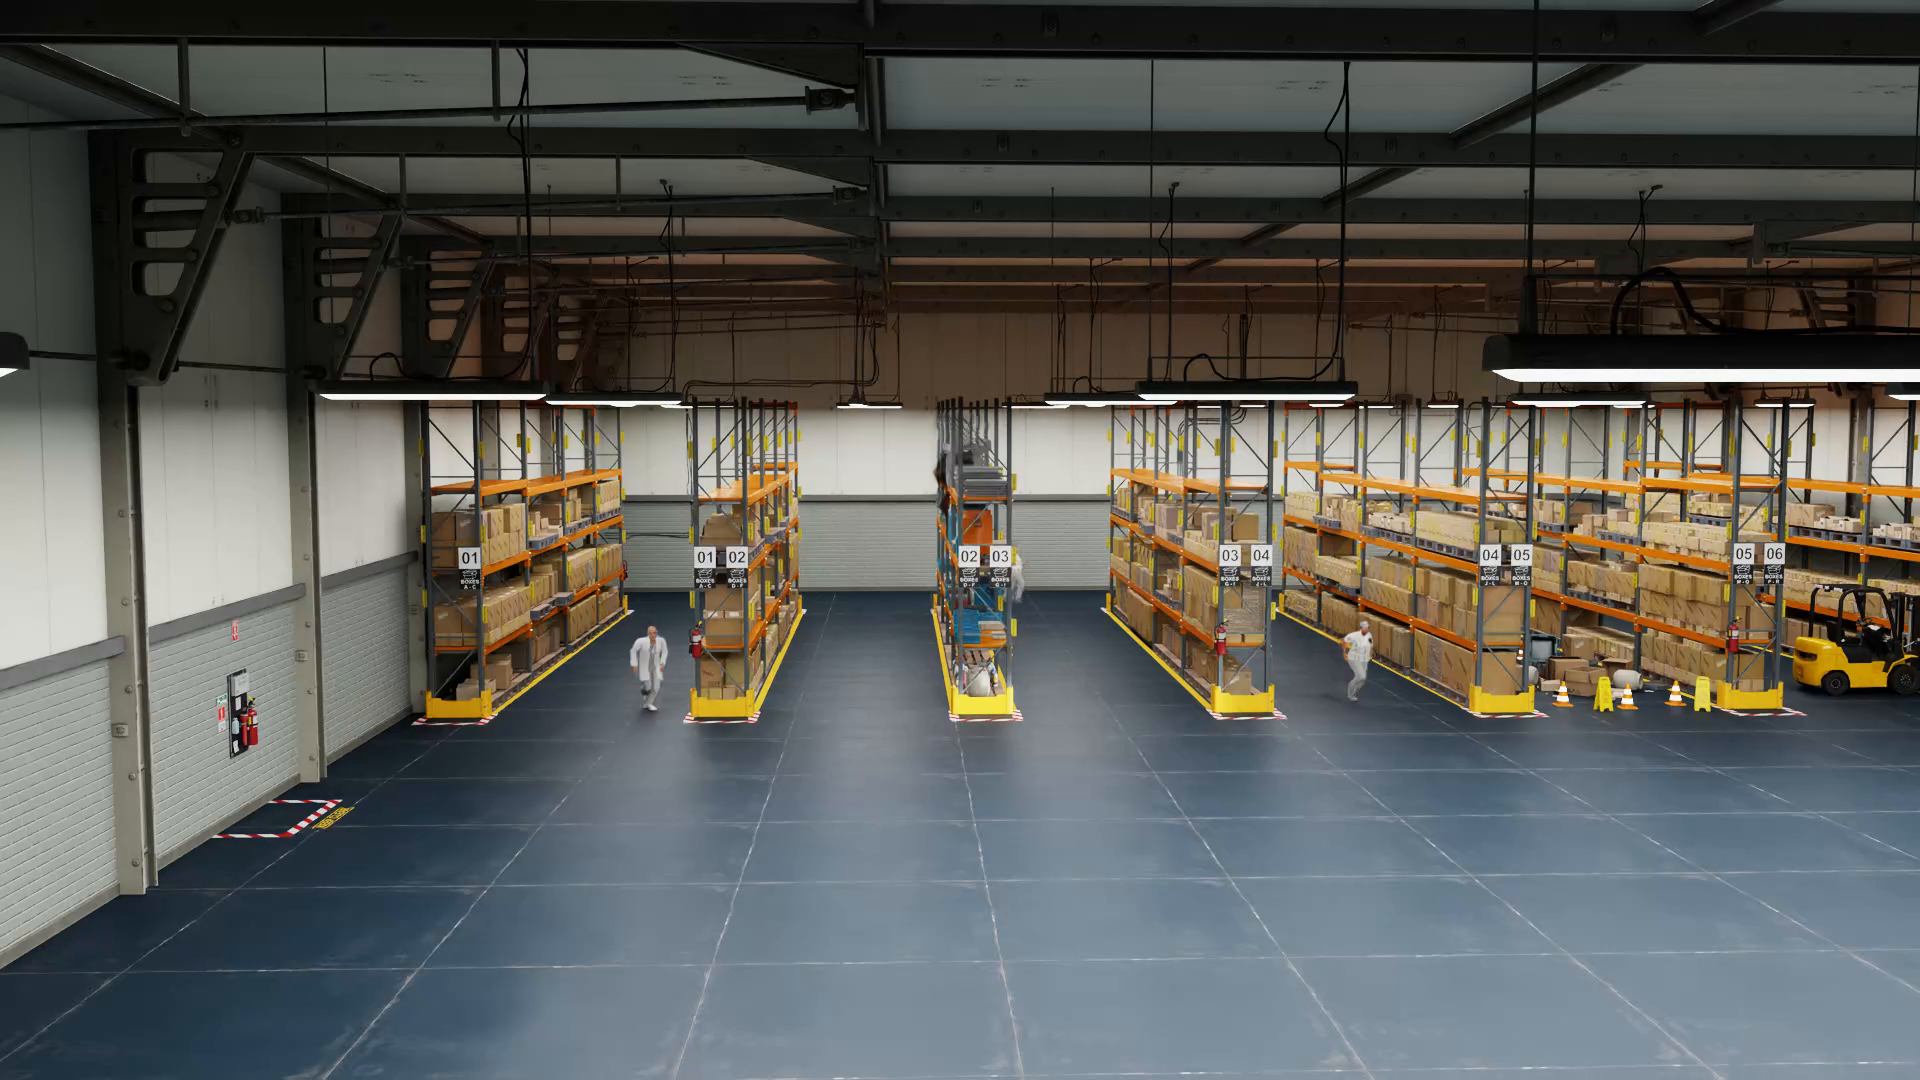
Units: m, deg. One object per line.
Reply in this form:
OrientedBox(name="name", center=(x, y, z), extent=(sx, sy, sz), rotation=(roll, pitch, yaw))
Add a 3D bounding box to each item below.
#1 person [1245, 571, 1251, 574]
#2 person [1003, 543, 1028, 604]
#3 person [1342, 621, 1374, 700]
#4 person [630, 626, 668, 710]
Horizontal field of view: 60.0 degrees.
OrientedBox(name="person", center=(8.245, 1.339, 46.942), extent=(0.615, 1.609, 0.895), rotation=(-1, 5, -15))
OrientedBox(name="person", center=(1.649, 1.016, 49.642), extent=(0.778, 1.853, 0.631), rotation=(0, 4, 3))
OrientedBox(name="person", center=(7.885, 2.381, 32.764), extent=(0.564, 1.582, 0.687), rotation=(-2, 5, -28))
OrientedBox(name="person", center=(-5.965, 2.445, 31.877), extent=(0.709, 1.634, 0.781), rotation=(-2, 5, -23))
